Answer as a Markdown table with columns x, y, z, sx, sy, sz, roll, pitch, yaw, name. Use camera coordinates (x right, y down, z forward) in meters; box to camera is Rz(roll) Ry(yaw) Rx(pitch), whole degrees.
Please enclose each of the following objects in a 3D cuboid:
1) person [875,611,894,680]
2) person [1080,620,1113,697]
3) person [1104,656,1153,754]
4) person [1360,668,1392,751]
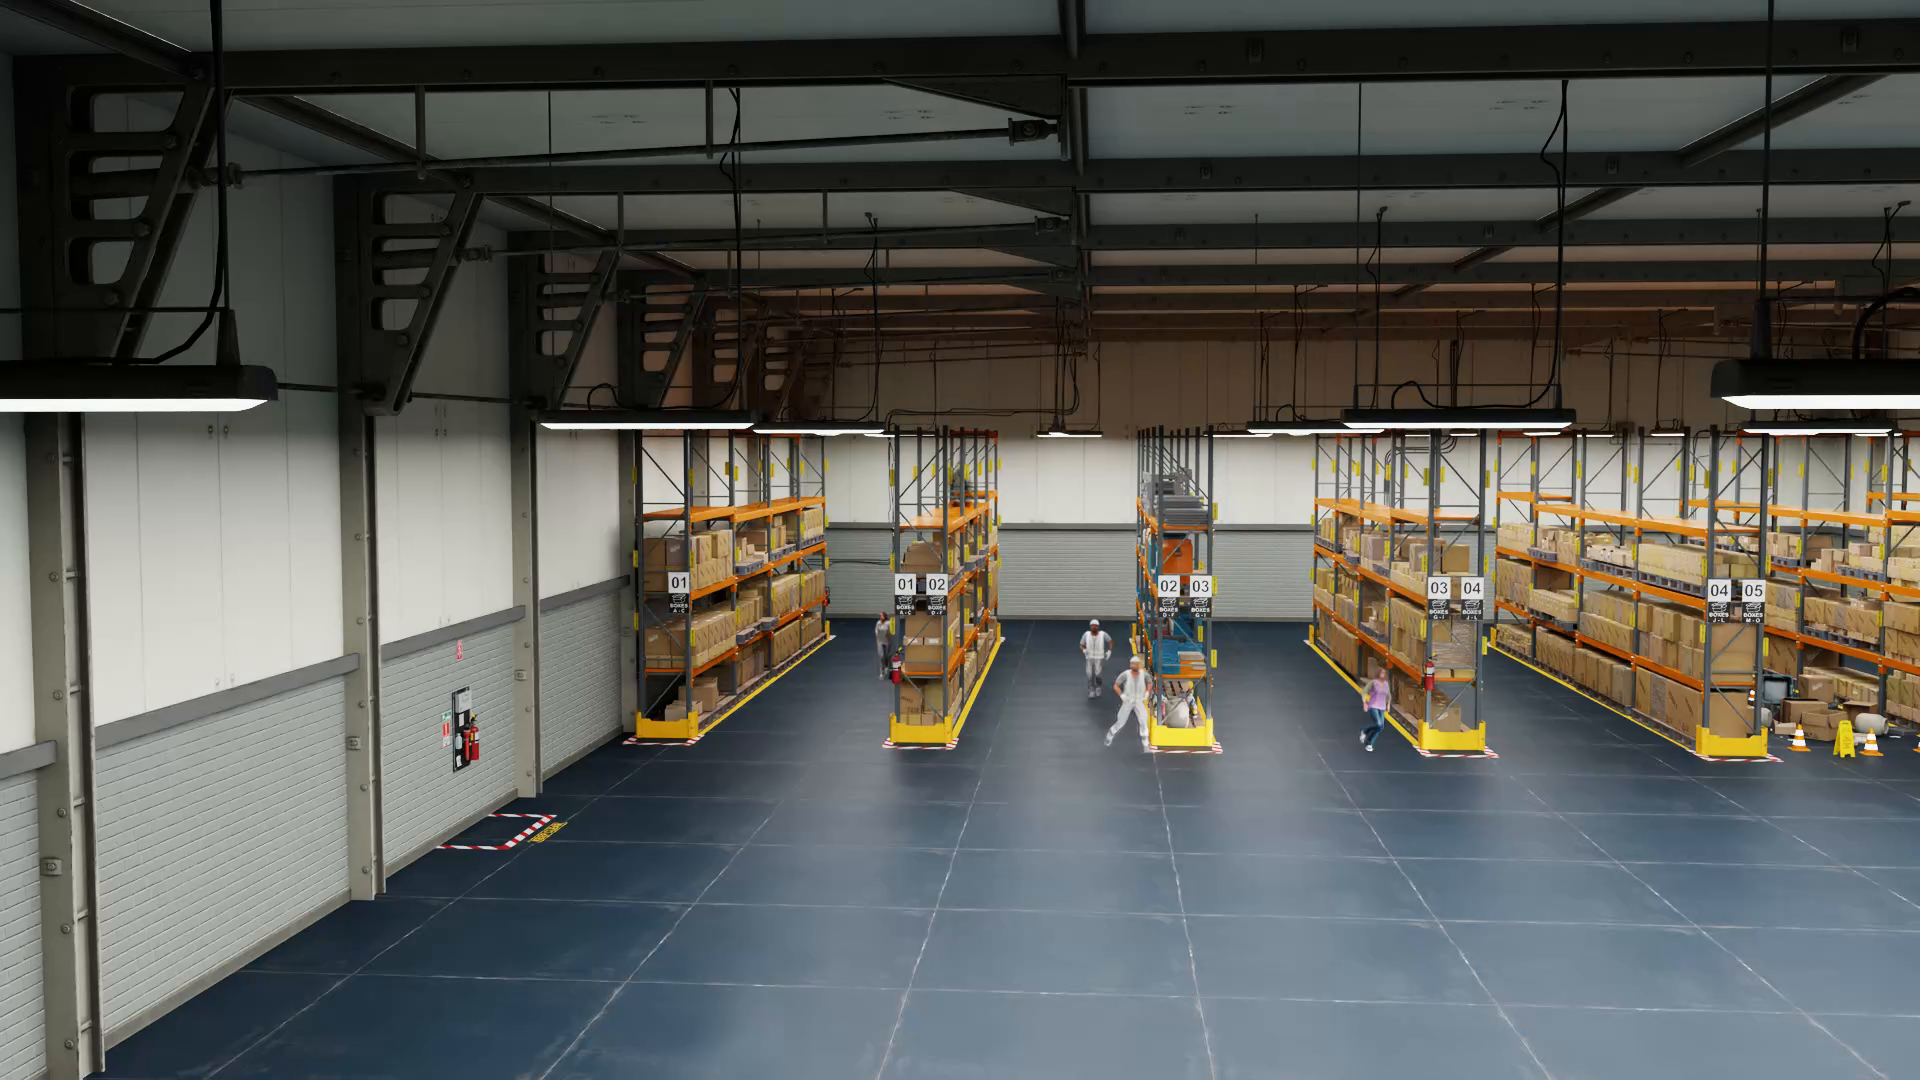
| x | y | z | sx | sy | sz | roll | pitch | yaw | name |
| --- | --- | --- | --- | --- | --- | --- | --- | --- | --- |
| -1.810 | 2.529 | 40.038 | 0.525 | 1.588 | 0.820 | 0 | 3 | 7 | person |
| 2.996 | 2.633 | 36.796 | 0.720 | 1.747 | 0.635 | 1 | 4 | 12 | person |
| 3.141 | 3.015 | 30.626 | 0.899 | 1.774 | 0.766 | -1 | 3 | -9 | person |
| 7.715 | 3.117 | 30.658 | 0.569 | 1.523 | 0.489 | -1 | 4 | -16 | person |
